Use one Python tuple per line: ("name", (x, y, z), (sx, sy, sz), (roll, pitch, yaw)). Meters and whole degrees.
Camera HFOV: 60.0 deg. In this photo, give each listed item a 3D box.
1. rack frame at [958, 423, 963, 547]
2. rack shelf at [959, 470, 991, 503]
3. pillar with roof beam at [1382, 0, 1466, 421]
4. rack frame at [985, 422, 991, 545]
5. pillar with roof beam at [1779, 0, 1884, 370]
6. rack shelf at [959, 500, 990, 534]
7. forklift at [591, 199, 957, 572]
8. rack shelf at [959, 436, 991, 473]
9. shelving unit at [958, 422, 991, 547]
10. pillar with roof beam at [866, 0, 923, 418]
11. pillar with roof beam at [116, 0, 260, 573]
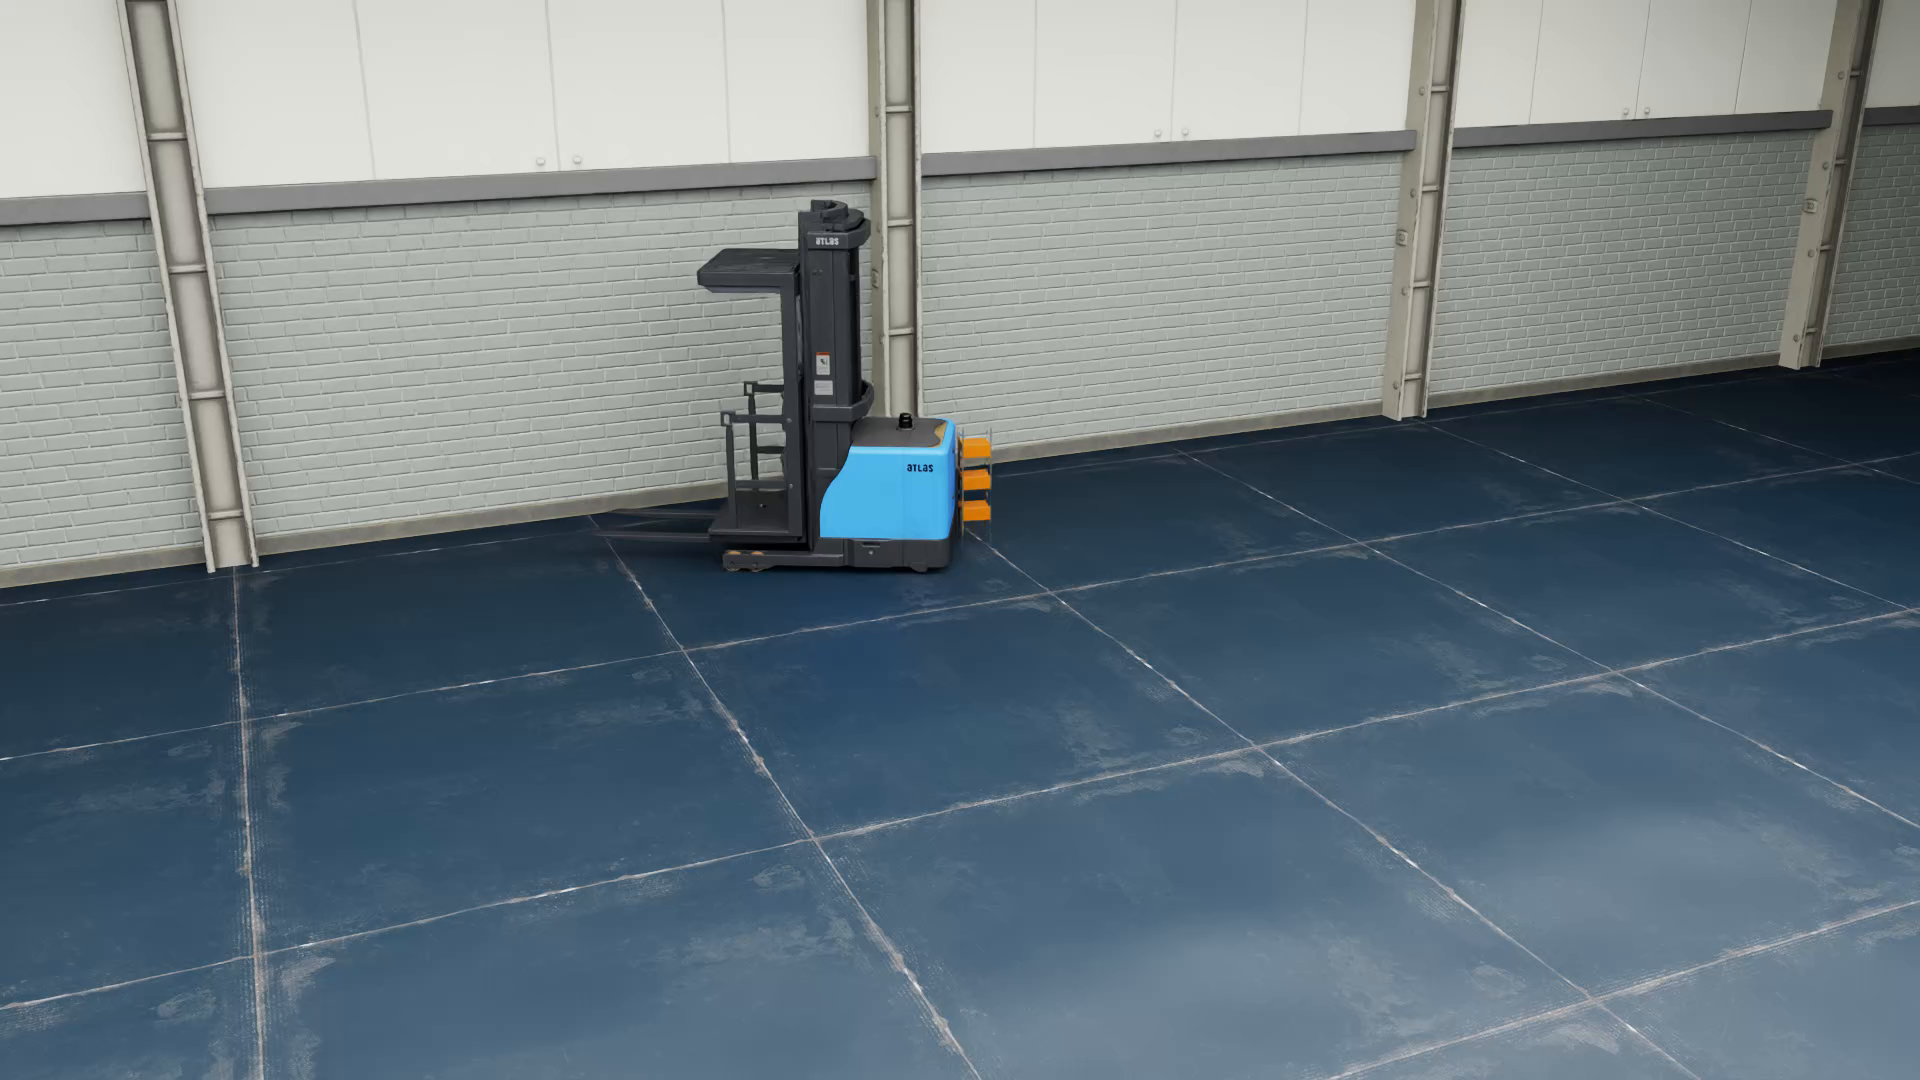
("rack frame", (0.003, -0.466, 14.264), (0.008, 1.050, 0.200), (-4, 20, -11))
("rack shelf", (0.123, -0.464, 14.290), (0.240, 0.259, 0.215), (-4, 20, -11))
("pillar with roof beam", (6.622, -4.313, 13.222), (0.400, 9.000, 9.100), (-8, 21, -22))
("rack frame", (0.243, -0.482, 14.309), (0.008, 1.050, 0.200), (-4, 20, -11))
("pillar with roof beam", (12.132, -5.102, 15.464), (0.400, 9.000, 9.100), (-8, 21, -22))
("rack shelf", (0.123, -0.202, 14.382), (0.240, 0.259, 0.215), (-4, 20, -11))
("forklift", (-1.567, -1.292, 13.779), (3.031, 2.935, 1.130), (1, 19, 4))
("rack shelf", (0.123, -0.731, 14.196), (0.240, 0.259, 0.215), (-4, 20, -11))
("shelving unit", (0.123, -0.474, 14.287), (0.252, 1.050, 0.215), (-4, 20, -11))
("pillar with roof beam", (1.113, -3.524, 10.980), (0.400, 9.000, 9.100), (-8, 21, -22))
("pillar with roof beam", (-4.396, -2.734, 8.739), (0.400, 9.000, 9.100), (-8, 21, -22))
